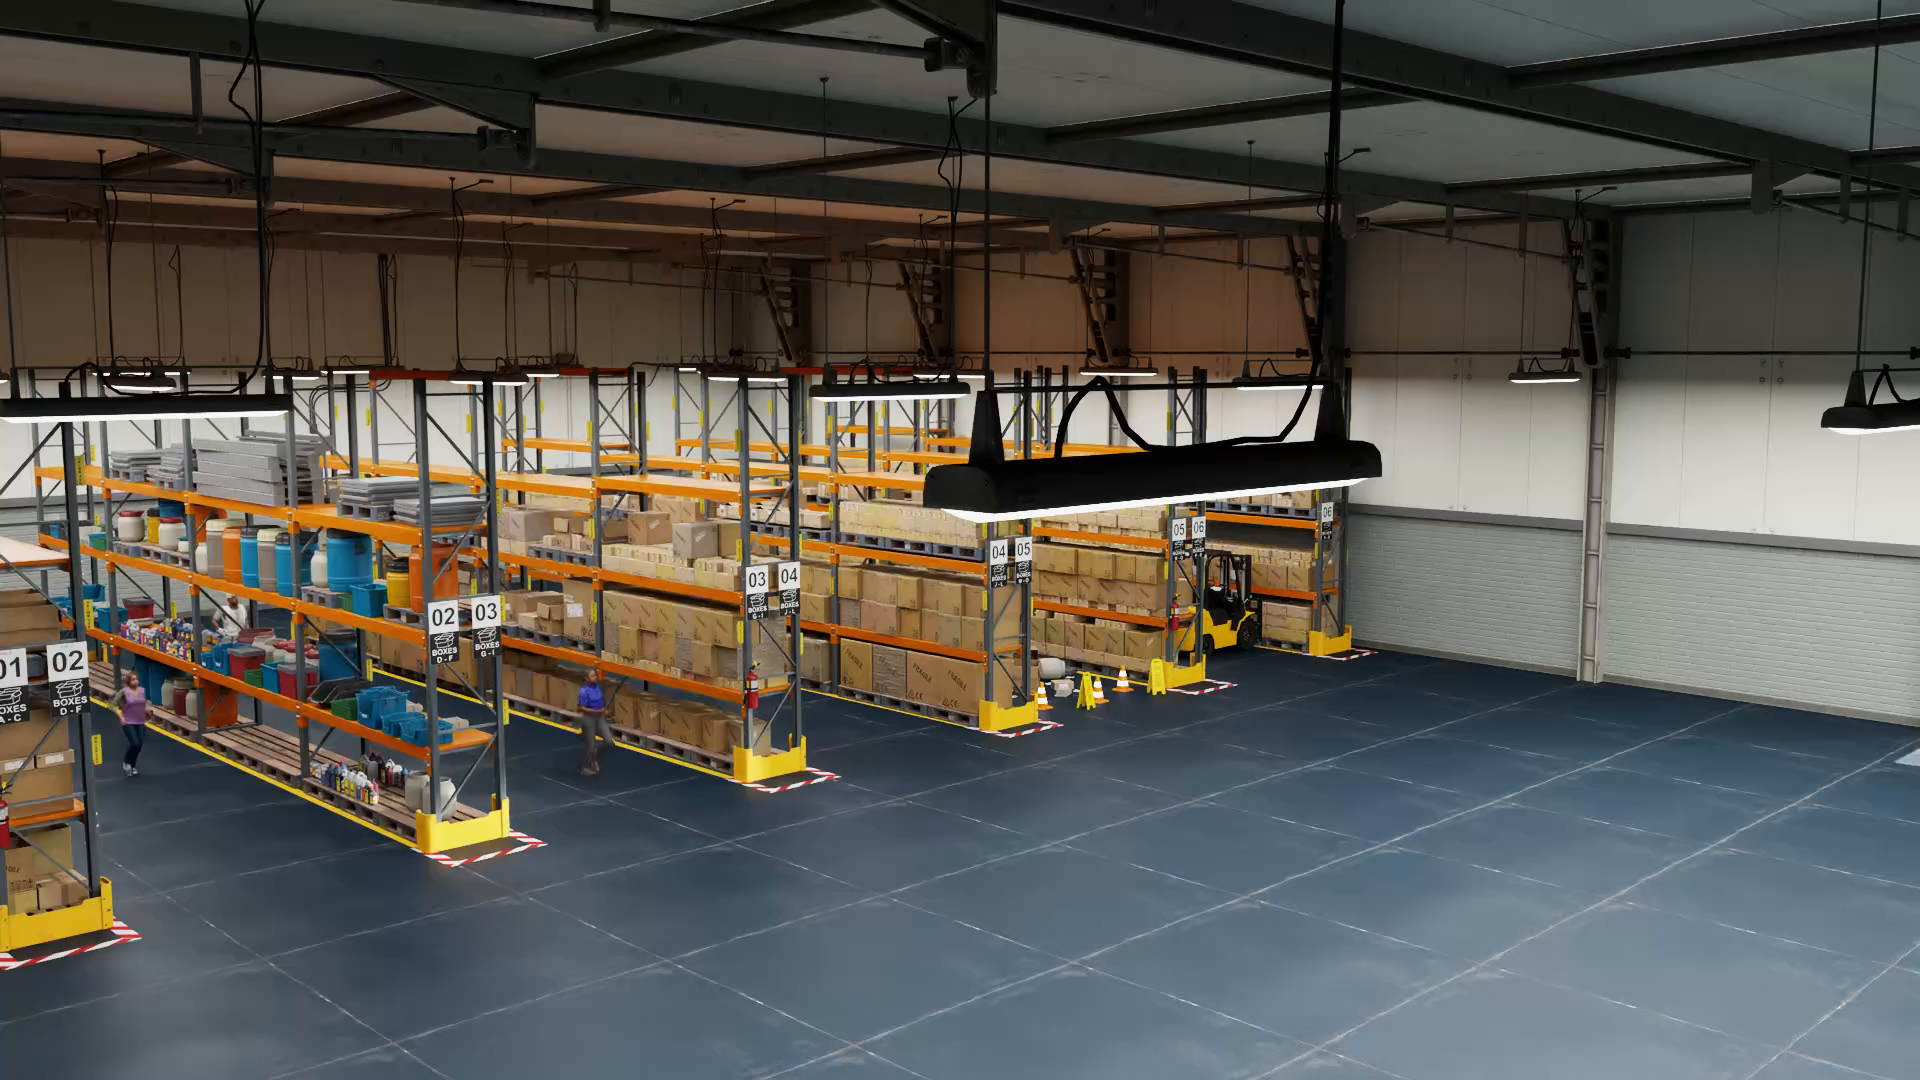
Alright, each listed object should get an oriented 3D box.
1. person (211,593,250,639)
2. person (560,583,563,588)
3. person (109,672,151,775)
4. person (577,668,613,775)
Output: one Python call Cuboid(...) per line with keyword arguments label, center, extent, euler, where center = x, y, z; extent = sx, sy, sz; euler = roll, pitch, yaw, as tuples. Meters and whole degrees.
Cuboid(label="person", center=(-13.993, 1.852, 32.025), extent=(0.804, 1.750, 0.714), euler=(4, 8, 34))
Cuboid(label="person", center=(-10.202, 0.682, 42.883), extent=(0.593, 1.622, 0.546), euler=(2, 7, 16))
Cuboid(label="person", center=(-12.316, 2.747, 24.797), extent=(0.601, 1.559, 0.513), euler=(5, 8, 35))
Cuboid(label="person", center=(-5.448, 2.716, 24.821), extent=(0.628, 1.620, 0.552), euler=(4, 7, 29))
